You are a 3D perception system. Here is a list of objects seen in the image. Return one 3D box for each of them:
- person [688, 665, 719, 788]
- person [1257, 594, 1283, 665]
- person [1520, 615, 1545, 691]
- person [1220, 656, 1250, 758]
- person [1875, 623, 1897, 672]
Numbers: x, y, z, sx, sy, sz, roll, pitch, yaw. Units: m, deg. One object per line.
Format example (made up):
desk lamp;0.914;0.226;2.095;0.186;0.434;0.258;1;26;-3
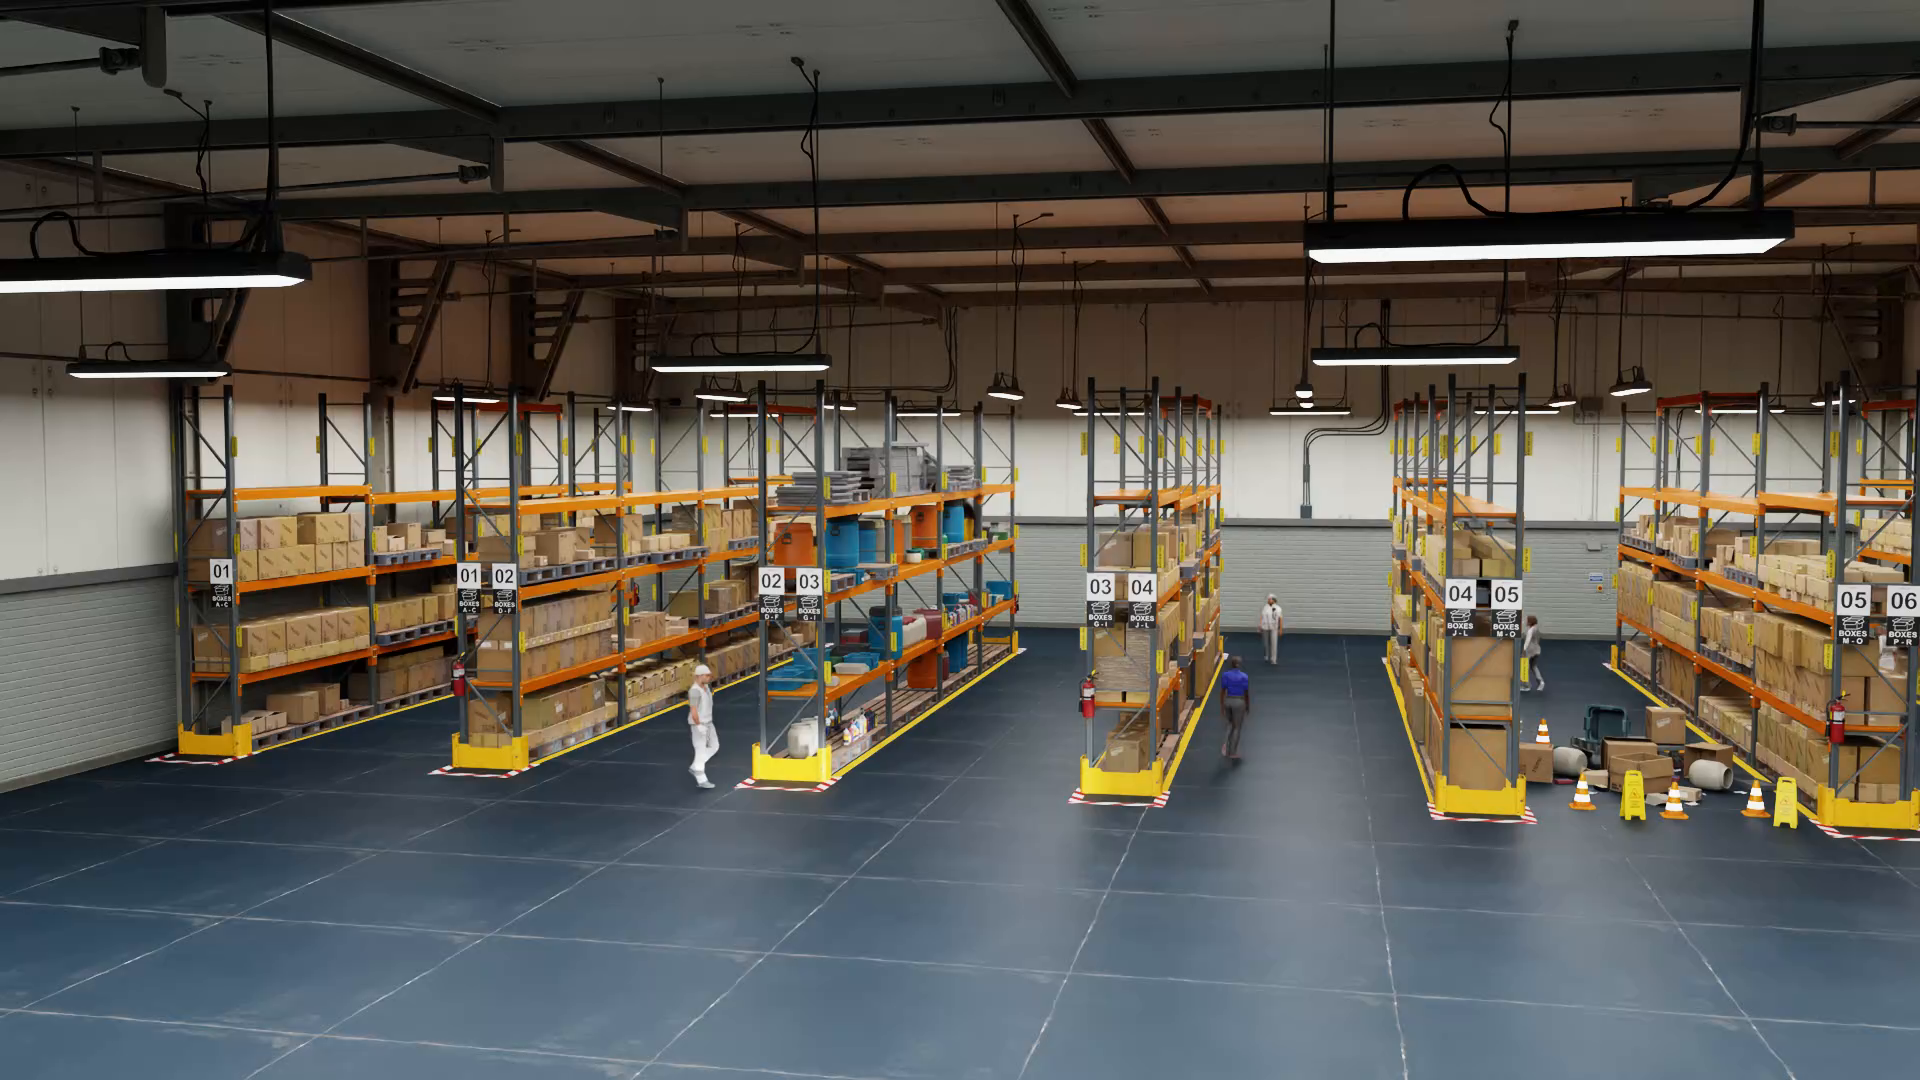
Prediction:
person;-3.796;2.733;24.561;0.540;1.787;0.669;1;3;16
person;7.151;2.054;38.343;0.567;1.615;0.945;1;3;12
person;11.682;2.316;34.058;0.503;1.581;0.502;-2;4;-32
person;4.441;2.674;26.662;0.422;1.663;0.437;-3;4;-43
person;17.057;2.401;30.782;0.606;1.819;0.603;0;3;-6
